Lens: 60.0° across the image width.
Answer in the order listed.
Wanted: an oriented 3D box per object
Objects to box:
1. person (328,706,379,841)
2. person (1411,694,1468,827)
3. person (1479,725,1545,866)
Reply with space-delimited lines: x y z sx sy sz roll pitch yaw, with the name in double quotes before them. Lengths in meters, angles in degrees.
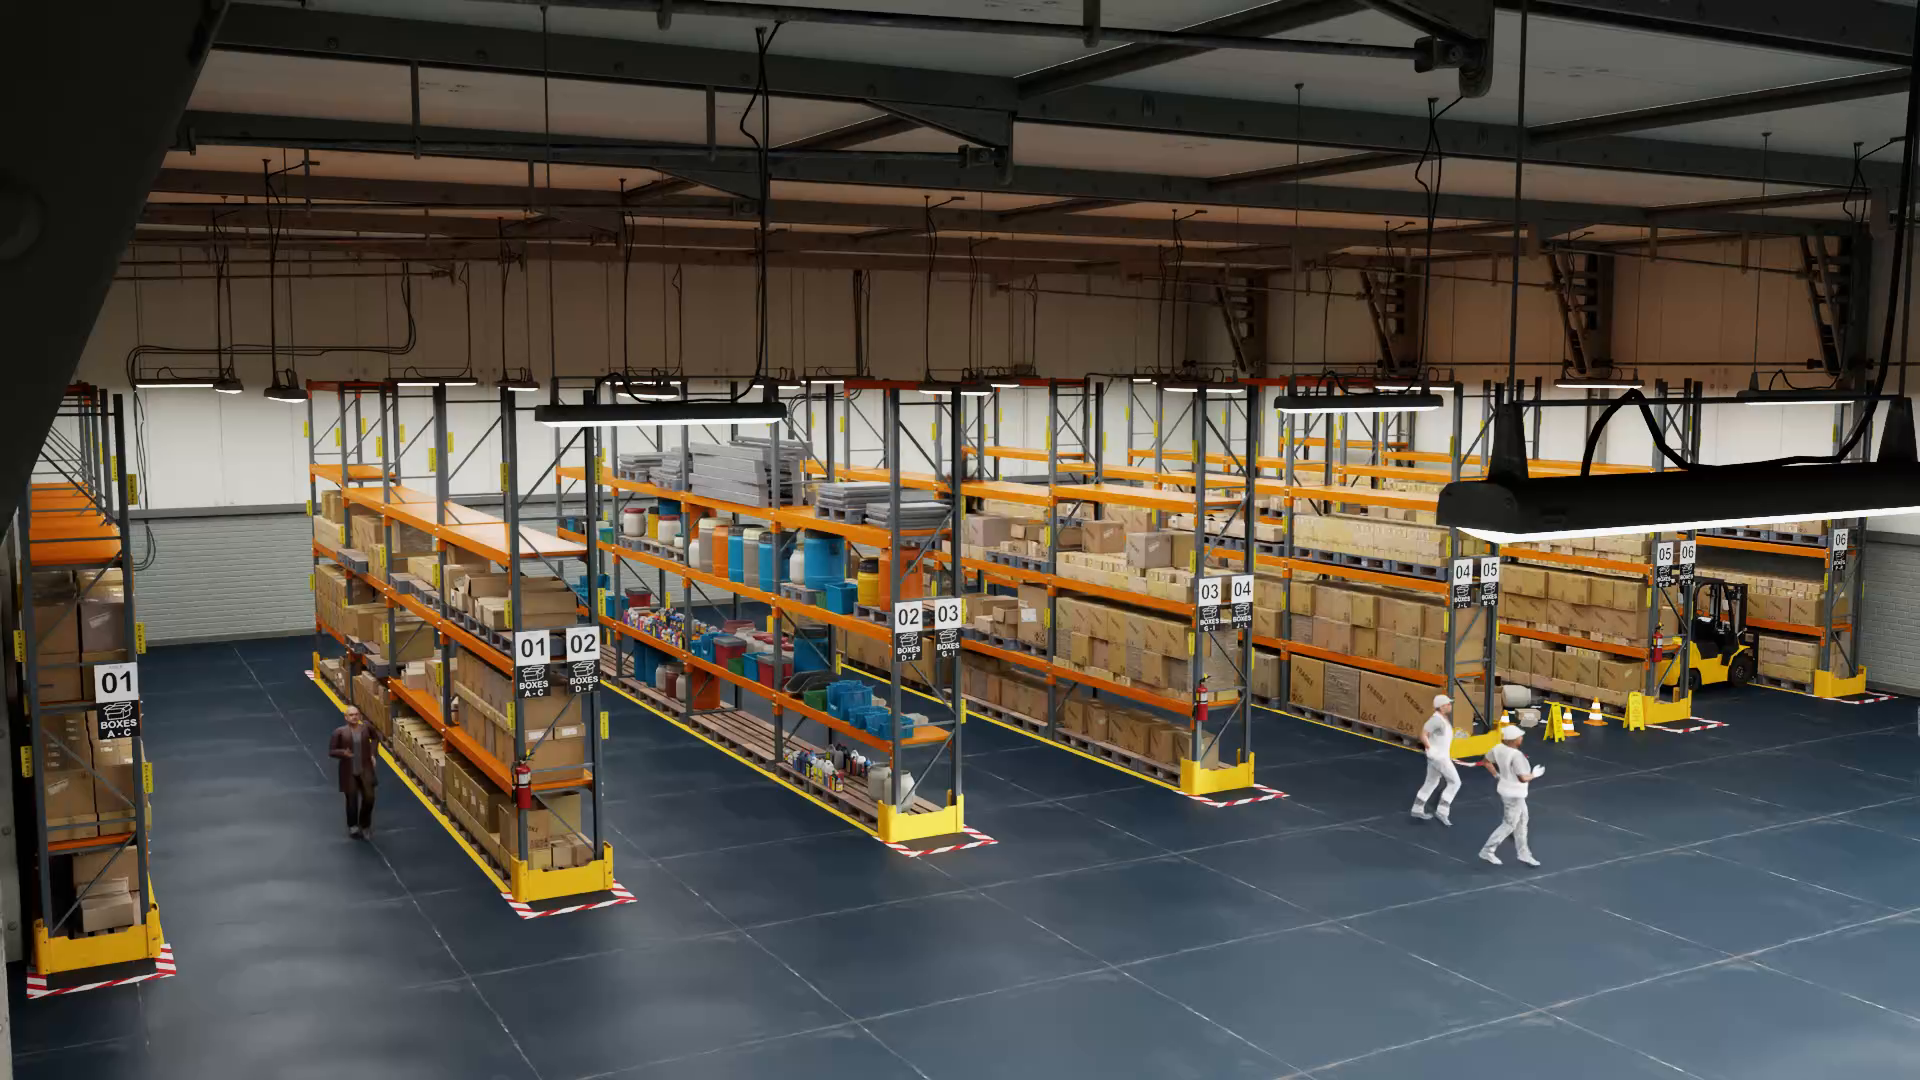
"person" -8.014 3.111 22.100 0.688 1.814 0.754 -3 7 -29
"person" 6.611 3.028 22.895 0.746 1.832 0.616 1 6 12
"person" 6.913 3.214 20.812 0.824 1.823 0.664 0 6 -1
